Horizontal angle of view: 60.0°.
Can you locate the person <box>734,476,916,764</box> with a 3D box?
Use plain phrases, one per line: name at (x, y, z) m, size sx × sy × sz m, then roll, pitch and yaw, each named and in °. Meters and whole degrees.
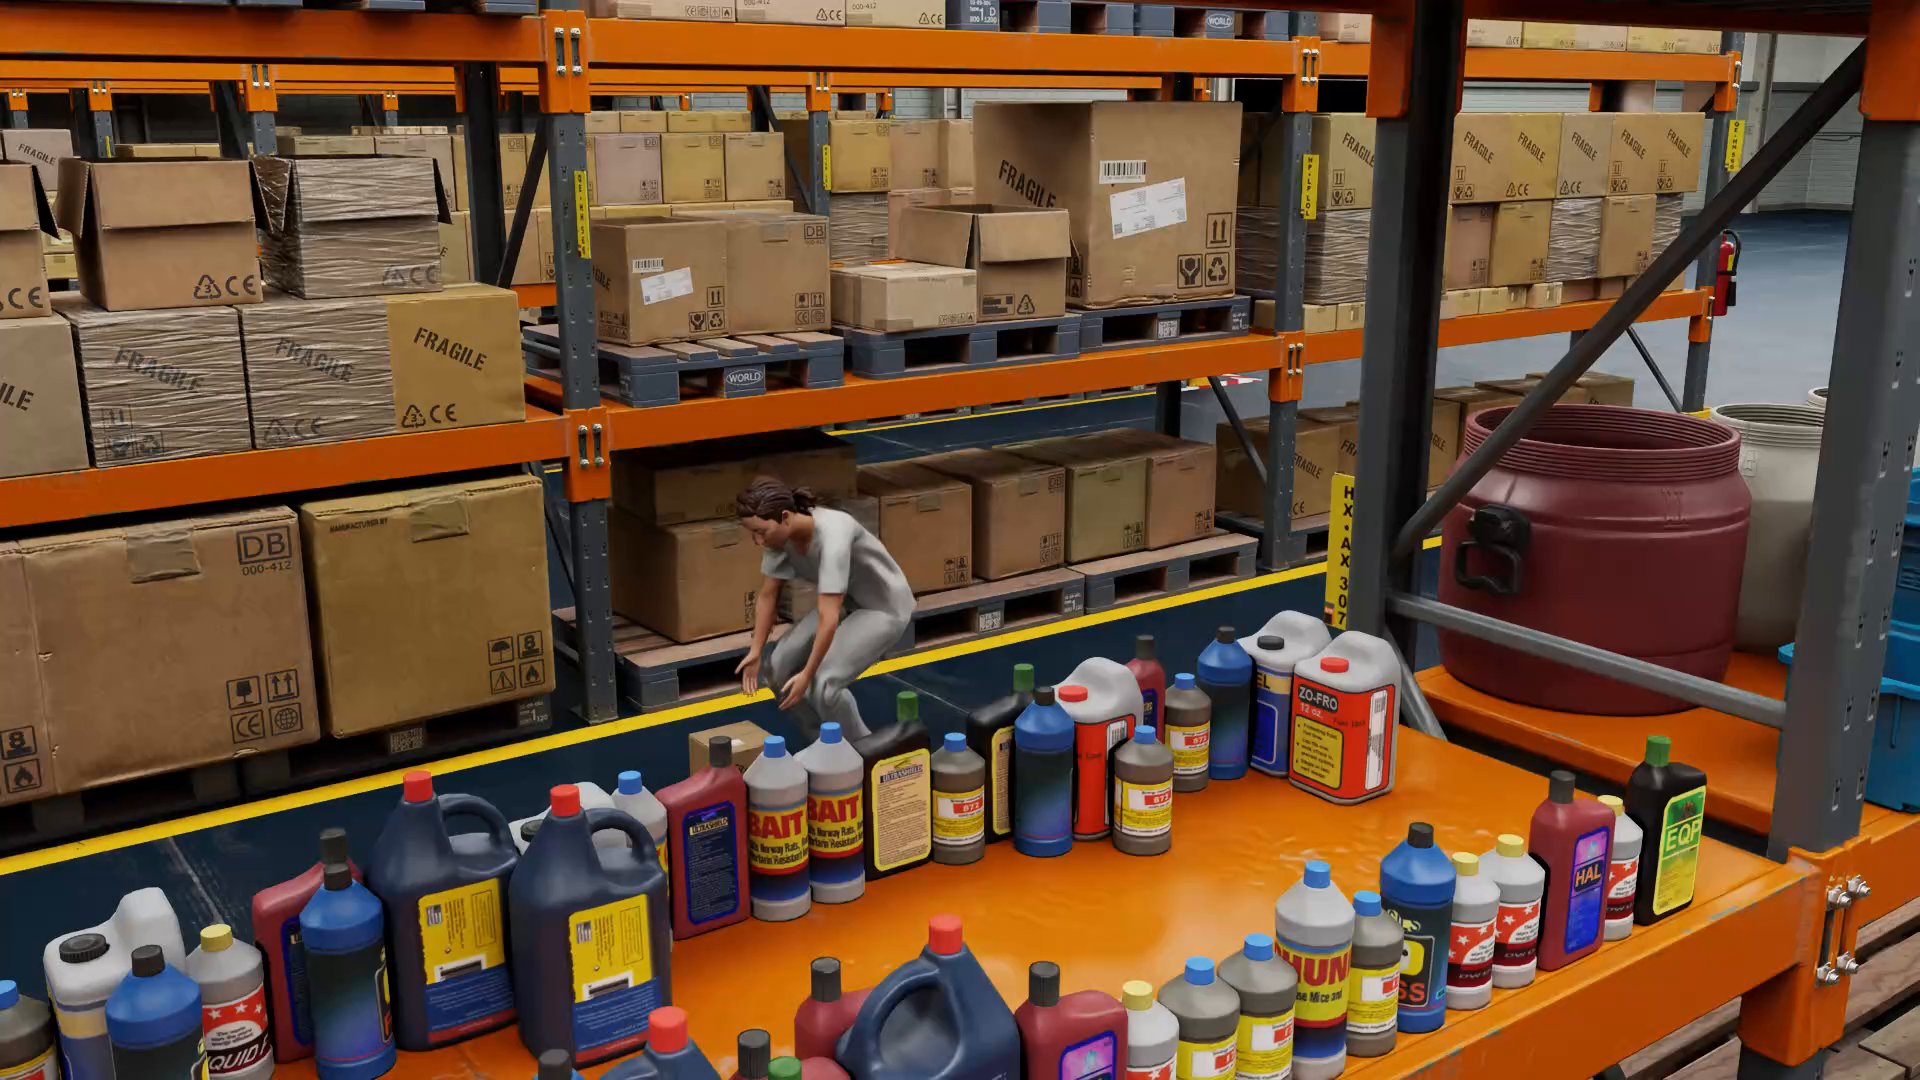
person at (-0.493, 0.323, 6.188) m, size 0.720 × 1.216 × 0.495 m, roll -10°, pitch 18°, yaw -35°
